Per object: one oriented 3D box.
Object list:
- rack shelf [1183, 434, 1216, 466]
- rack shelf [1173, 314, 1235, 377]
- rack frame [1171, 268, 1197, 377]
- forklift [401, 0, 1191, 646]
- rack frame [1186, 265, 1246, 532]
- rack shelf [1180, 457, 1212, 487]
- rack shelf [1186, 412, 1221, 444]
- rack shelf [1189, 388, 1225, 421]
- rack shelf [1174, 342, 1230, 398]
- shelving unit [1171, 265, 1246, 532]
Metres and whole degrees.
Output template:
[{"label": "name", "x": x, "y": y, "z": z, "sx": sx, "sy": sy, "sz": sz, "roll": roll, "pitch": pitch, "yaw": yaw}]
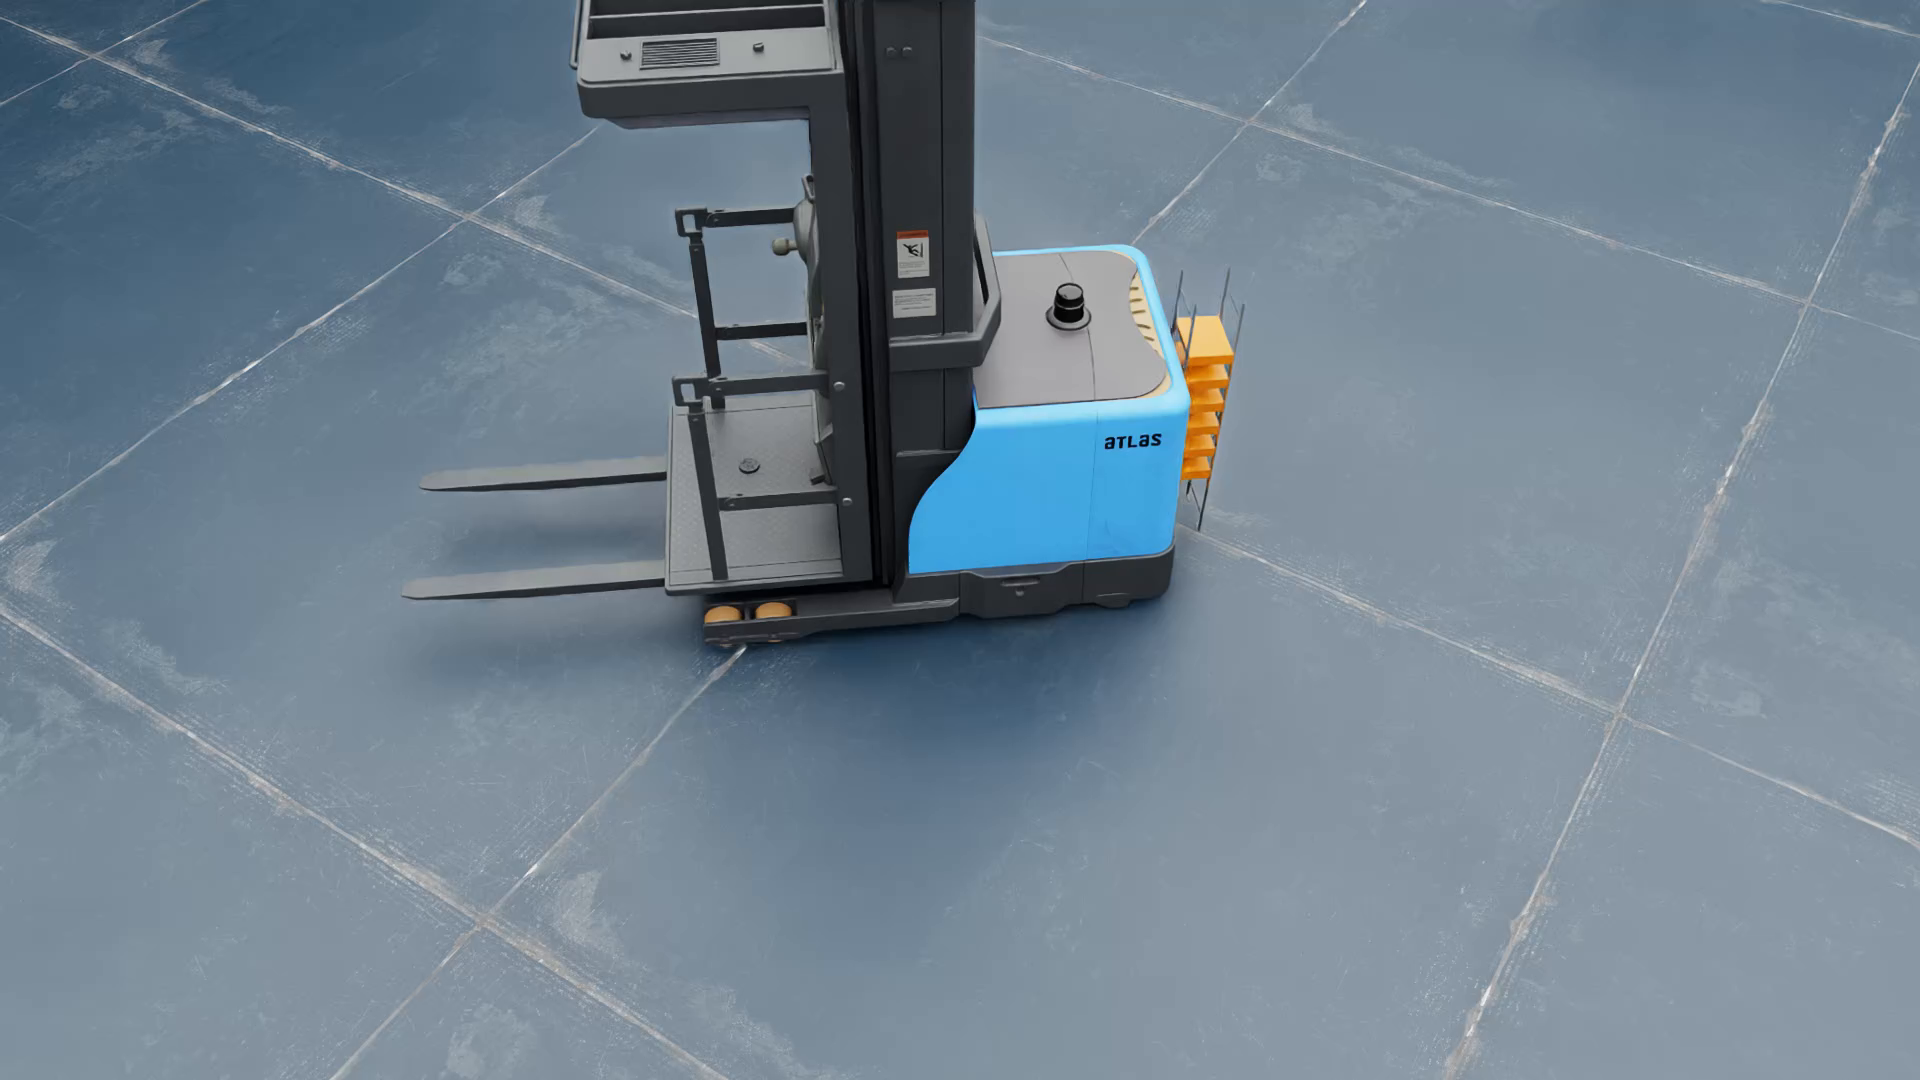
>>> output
[{"label": "rack shelf", "x": 0.918, "y": -0.417, "z": 6.765, "sx": 0.180, "sy": 0.103, "sz": 0.258, "roll": -4, "pitch": 46, "yaw": -7}, {"label": "rack shelf", "x": 0.936, "y": -0.753, "z": 6.422, "sx": 0.180, "sy": 0.103, "sz": 0.258, "roll": -4, "pitch": 46, "yaw": -7}, {"label": "rack frame", "x": 0.834, "y": -0.525, "z": 6.636, "sx": 0.006, "sy": 1.200, "sz": 0.240, "roll": -4, "pitch": 46, "yaw": -7}, {"label": "forklift", "x": -0.702, "y": -1.004, "z": 5.904, "sx": 3.031, "sy": 2.935, "sz": 1.130, "roll": -4, "pitch": 46, "yaw": -4}, {"label": "rack frame", "x": 1.015, "y": -0.538, "z": 6.658, "sx": 0.006, "sy": 1.200, "sz": 0.240, "roll": -4, "pitch": 46, "yaw": -7}, {"label": "rack shelf", "x": 0.914, "y": -0.333, "z": 6.850, "sx": 0.180, "sy": 0.103, "sz": 0.258, "roll": -4, "pitch": 46, "yaw": -7}, {"label": "rack shelf", "x": 0.923, "y": -0.501, "z": 6.679, "sx": 0.180, "sy": 0.103, "sz": 0.258, "roll": -4, "pitch": 46, "yaw": -7}, {"label": "rack shelf", "x": 0.927, "y": -0.585, "z": 6.593, "sx": 0.180, "sy": 0.103, "sz": 0.258, "roll": -4, "pitch": 46, "yaw": -7}, {"label": "rack shelf", "x": 0.932, "y": -0.669, "z": 6.508, "sx": 0.180, "sy": 0.103, "sz": 0.258, "roll": -4, "pitch": 46, "yaw": -7}, {"label": "shelving unit", "x": 0.924, "y": -0.532, "z": 6.647, "sx": 0.189, "sy": 1.200, "sz": 0.258, "roll": -4, "pitch": 46, "yaw": -7}]
